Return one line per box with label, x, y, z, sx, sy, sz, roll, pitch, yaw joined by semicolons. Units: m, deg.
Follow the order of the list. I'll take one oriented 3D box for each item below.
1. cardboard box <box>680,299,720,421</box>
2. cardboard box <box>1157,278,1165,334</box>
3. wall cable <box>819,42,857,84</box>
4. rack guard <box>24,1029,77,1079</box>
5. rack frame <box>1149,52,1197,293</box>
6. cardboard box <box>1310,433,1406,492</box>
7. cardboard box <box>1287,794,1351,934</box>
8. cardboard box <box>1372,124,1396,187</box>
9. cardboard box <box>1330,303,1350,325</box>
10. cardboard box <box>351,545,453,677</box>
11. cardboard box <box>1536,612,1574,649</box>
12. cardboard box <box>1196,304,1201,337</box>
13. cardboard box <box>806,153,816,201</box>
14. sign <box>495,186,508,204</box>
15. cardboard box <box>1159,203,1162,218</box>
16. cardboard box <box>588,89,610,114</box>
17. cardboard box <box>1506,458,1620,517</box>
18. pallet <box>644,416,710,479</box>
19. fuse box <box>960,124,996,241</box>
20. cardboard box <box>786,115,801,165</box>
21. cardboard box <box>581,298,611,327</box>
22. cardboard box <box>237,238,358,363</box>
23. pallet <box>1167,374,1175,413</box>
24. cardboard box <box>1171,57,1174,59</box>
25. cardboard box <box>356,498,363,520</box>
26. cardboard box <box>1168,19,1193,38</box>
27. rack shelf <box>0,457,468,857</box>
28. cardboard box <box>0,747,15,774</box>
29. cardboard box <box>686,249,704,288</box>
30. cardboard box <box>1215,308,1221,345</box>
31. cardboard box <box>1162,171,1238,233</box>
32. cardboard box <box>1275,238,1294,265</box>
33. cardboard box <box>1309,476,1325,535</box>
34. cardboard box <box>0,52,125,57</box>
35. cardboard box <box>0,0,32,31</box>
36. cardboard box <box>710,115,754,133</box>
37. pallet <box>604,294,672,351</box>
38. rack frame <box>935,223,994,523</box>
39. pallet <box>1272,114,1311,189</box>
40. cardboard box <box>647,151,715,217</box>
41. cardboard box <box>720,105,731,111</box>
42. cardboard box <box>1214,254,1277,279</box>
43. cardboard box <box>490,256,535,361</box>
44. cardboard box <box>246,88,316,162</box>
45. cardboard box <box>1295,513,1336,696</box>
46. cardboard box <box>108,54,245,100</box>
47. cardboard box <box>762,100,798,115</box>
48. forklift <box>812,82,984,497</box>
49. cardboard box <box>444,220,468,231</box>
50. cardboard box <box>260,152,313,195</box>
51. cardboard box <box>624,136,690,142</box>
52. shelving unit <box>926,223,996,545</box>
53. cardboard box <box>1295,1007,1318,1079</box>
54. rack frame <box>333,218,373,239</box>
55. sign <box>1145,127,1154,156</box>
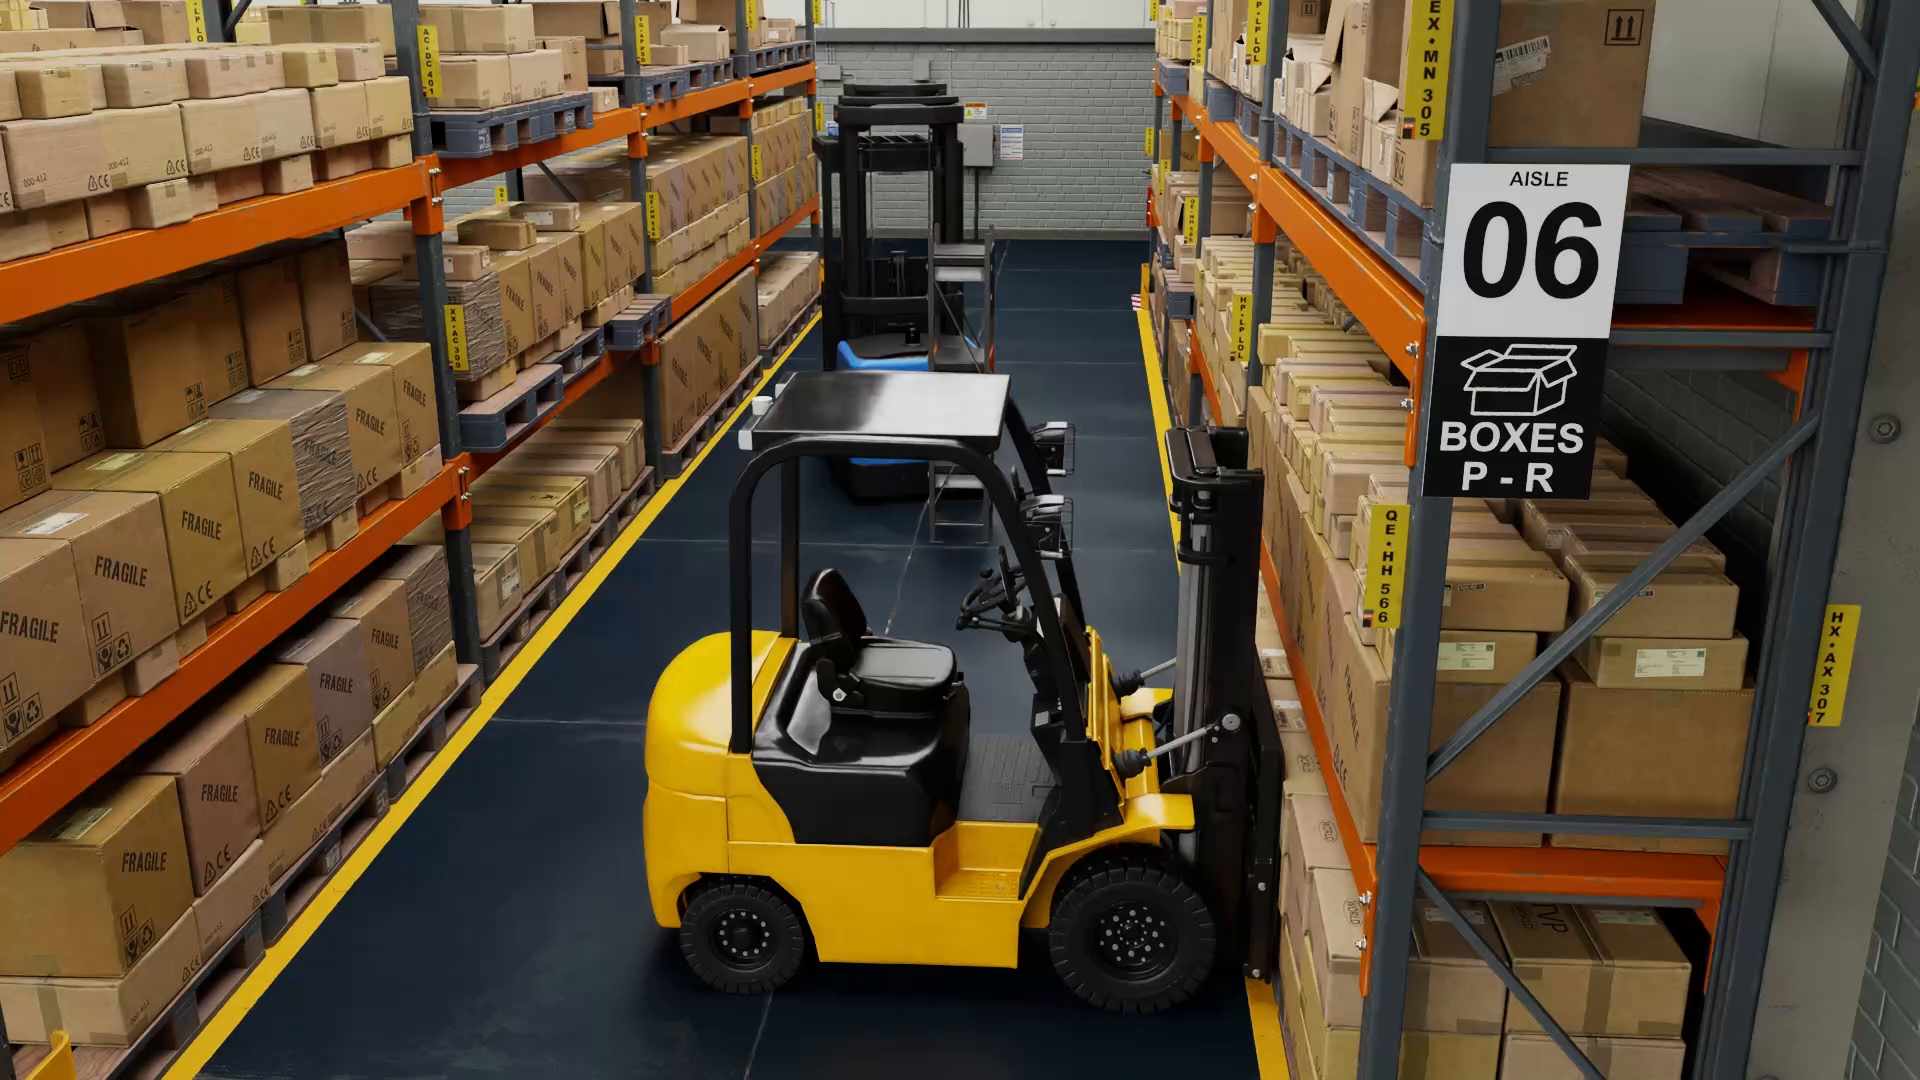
cardboard box;-2.568;-1.527;14.003;0.875;0.875;0.875;2;18;5
cardboard box;2.443;-2.459;17.450;0.700;0.500;0.500;1;18;2
wall cable;-1.814;-6.581;25.009;0.585;1.953;0.123;1;18;4
rack guard;-3.337;1.802;5.122;1.175;0.500;0.348;1;18;4
rack frame;2.756;-4.222;19.491;1.000;3.000;0.127;1;18;4
cardboard box;1.416;-0.265;5.733;0.380;0.149;0.250;2;18;5
cardboard box;1.361;1.070;5.475;0.500;0.250;0.500;2;18;5
cardboard box;1.365;-1.070;4.623;0.380;0.149;0.250;1;18;2
cardboard box;2.223;-1.195;9.050;0.380;0.149;0.250;1;18;3
cardboard box;-2.830;0.336;8.119;0.500;0.500;0.500;1;18;3
cardboard box;1.846;0.214;4.751;0.380;0.149;0.250;1;18;4
cardboard box;1.907;-1.534;11.528;0.500;0.250;0.500;1;18;4
cardboard box;-1.966;-4.224;19.335;0.500;0.500;0.500;1;18;4
sign;-3.323;-2.409;12.097;0.100;0.325;0.005;1;18;4
cardboard box;2.318;-3.526;17.769;0.380;0.149;0.250;2;18;5
cardboard box;-2.592;-2.973;11.266;0.380;0.149;0.250;1;18;4
cardboard box;1.930;-0.171;5.449;0.380;0.149;0.250;2;18;6
pallet;-2.637;-0.765;13.419;1.003;0.211;1.213;1;18;4
fuse box;0.270;-5.379;25.091;0.539;1.711;0.414;1;18;4
cardboard box;-2.039;-4.383;18.215;0.500;0.500;0.500;1;18;4
cardboard box;-2.510;-1.492;10.889;0.380;0.149;0.250;2;18;5
cardboard box;-3.303;-1.137;7.832;0.700;0.500;0.500;1;18;3
pallet;2.448;-1.401;15.361;1.003;0.211;1.213;1;18;4
cardboard box;2.254;-4.631;15.684;0.500;0.250;0.500;1;18;4
cardboard box;-2.914;-0.145;7.452;0.380;0.149;0.250;1;18;3
cardboard box;2.002;-4.429;14.396;0.380;0.149;0.250;1;18;3
rack shelf;-3.199;0.358;6.668;1.077;0.370;4.000;1;18;4
cardboard box;-3.112;0.656;5.007;0.380;0.149;0.250;1;18;4
cardboard box;-2.420;-2.245;13.698;0.500;0.250;0.500;2;18;6
cardboard box;1.803;-1.295;9.995;0.500;0.250;0.500;2;18;5
cardboard box;2.211;-3.082;15.176;0.700;0.500;0.500;2;18;5
cardboard box;2.361;-1.988;11.470;0.380;0.149;0.250;2;18;6
cardboard box;1.422;-0.122;5.774;0.380;0.149;0.250;1;18;4
cardboard box;-3.442;-1.794;6.385;0.380;0.149;0.250;1;18;3
cardboard box;-7.372;-4.043;12.736;0.396;0.266;0.258;1;18;4
cardboard box;-2.201;-4.013;16.044;0.380;0.149;0.250;1;18;3
pallet;-2.714;-1.532;11.590;1.213;0.211;1.003;1;18;4
rack frame;0.029;-1.125;11.484;0.400;2.100;0.015;1;18;4
pallet;1.860;-1.613;6.854;1.003;0.211;1.213;1;18;4
cardboard box;-2.372;-2.989;13.961;0.500;0.500;0.500;2;18;5
cardboard box;-2.620;-4.495;17.517;0.380;0.149;0.250;1;18;4
cardboard box;1.849;-1.756;10.763;0.380;0.149;0.250;1;18;5
cardboard box;-2.701;-1.288;9.224;0.500;0.500;0.500;1;18;4
cardboard box;-2.905;-1.642;6.564;0.500;0.250;0.500;1;18;3
cardboard box;1.465;0.221;5.771;0.500;0.500;0.500;1;18;3
cardboard box;-2.877;-1.703;6.108;0.380;0.149;0.250;2;18;5
cardboard box;-2.009;-4.808;18.471;0.380;0.149;0.250;2;18;5
forklift;-0.562;-2.127;13.206;1.130;2.935;3.031;-3;18;-10
cardboard box;-3.094;-1.774;10.707;0.500;0.500;0.500;2;18;5
cardboard box;-2.862;-1.487;6.729;0.380;0.149;0.250;2;18;5
cardboard box;-2.800;-3.482;15.466;0.500;0.500;0.500;1;18;5
shelving unit;0.012;-1.049;11.253;0.431;2.100;0.503;1;18;4
cardboard box;1.327;1.701;5.155;0.500;0.250;0.500;1;18;4
rack frame;-7.140;-4.411;20.067;1.000;3.000;0.127;1;18;4
sign;2.215;-4.646;19.393;0.100;0.325;0.005;1;18;4
